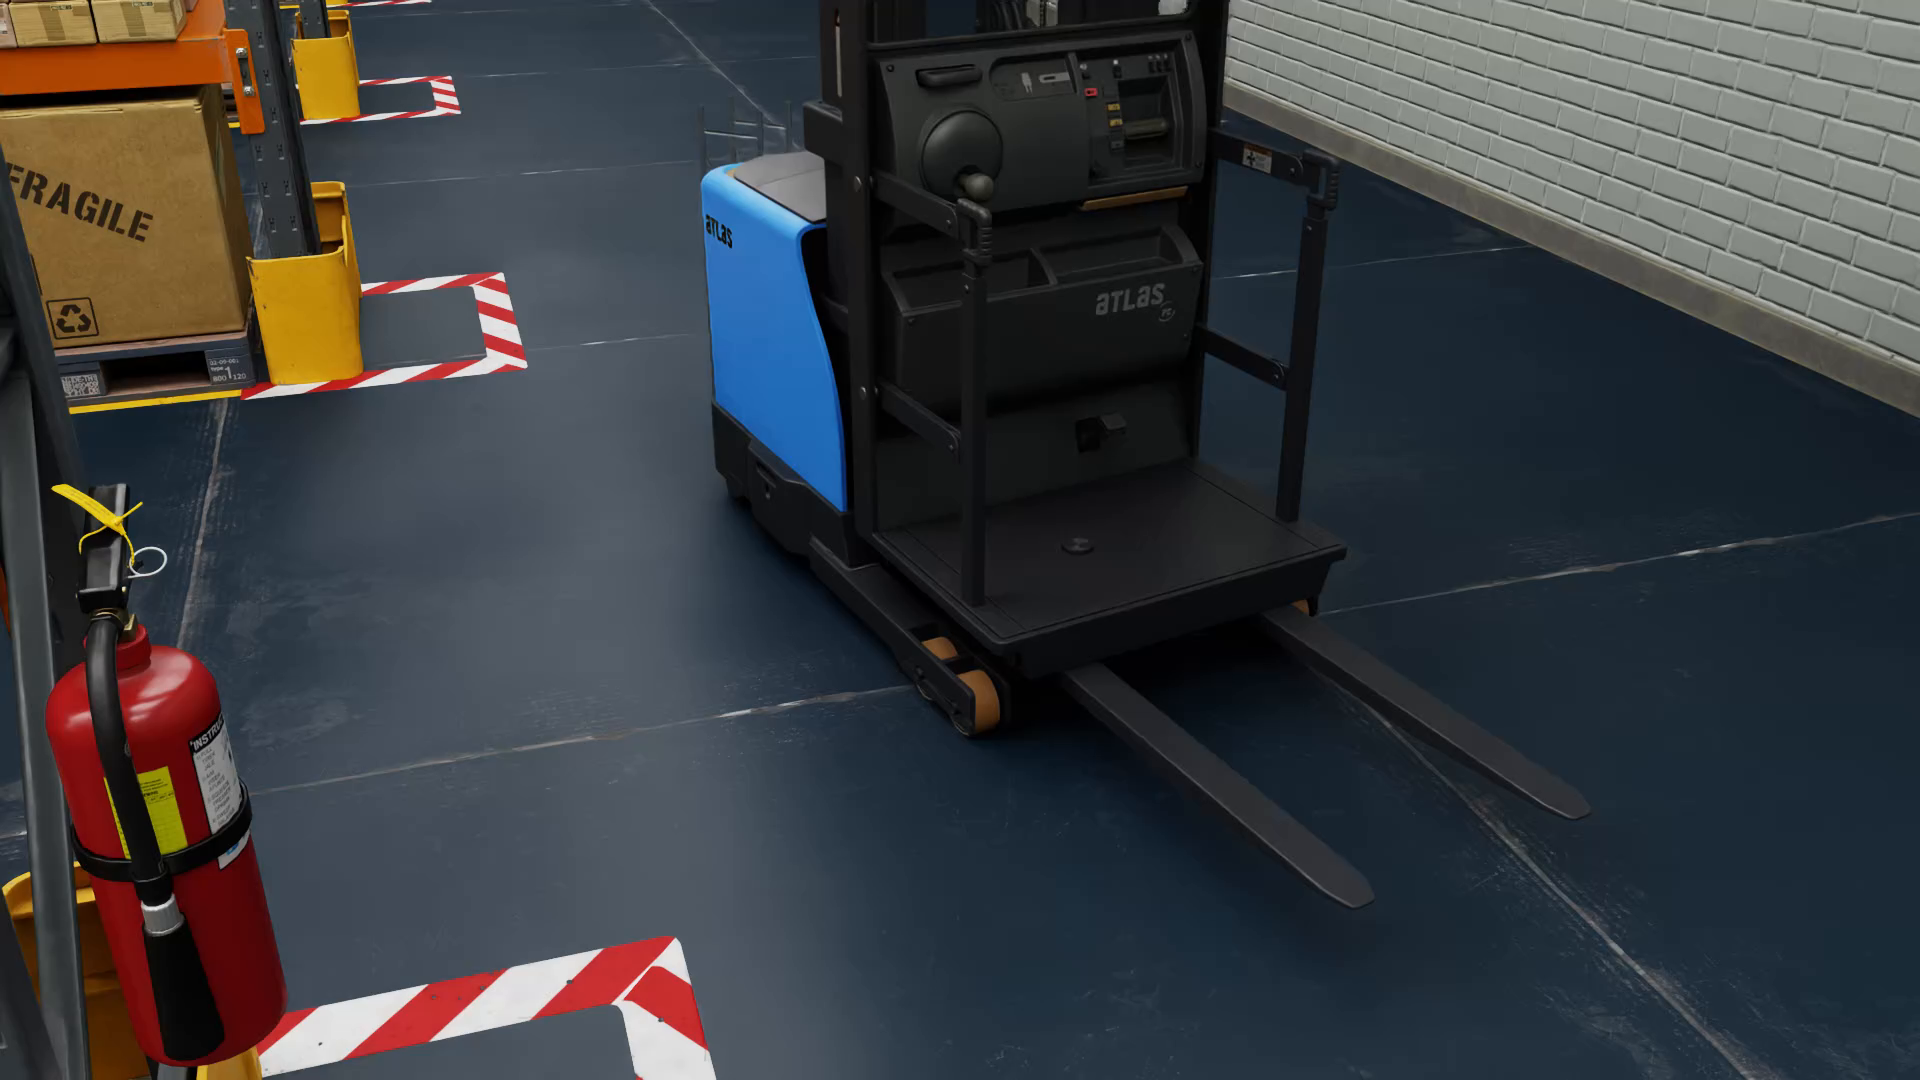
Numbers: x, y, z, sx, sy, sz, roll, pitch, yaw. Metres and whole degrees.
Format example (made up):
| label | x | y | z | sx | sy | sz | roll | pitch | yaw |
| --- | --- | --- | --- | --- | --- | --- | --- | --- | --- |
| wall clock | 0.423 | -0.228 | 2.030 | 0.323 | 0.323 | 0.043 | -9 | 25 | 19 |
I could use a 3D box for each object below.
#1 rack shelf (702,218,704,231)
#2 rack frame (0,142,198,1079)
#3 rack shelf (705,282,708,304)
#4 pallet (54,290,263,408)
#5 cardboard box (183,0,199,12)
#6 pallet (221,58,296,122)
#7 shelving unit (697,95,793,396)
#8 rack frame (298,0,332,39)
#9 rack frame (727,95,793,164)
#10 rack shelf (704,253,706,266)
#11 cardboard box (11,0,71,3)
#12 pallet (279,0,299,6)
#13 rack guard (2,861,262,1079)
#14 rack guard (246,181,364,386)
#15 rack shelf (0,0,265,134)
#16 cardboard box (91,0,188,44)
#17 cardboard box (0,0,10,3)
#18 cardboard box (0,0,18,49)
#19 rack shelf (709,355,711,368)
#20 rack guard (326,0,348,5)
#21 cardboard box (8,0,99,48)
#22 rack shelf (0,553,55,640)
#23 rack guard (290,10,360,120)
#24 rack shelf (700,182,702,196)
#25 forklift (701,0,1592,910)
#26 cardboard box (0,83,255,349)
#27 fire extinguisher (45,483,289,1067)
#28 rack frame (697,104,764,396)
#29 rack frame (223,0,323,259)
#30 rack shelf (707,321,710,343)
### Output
| label | x | y | z | sx | sy | sz | roll | pitch | yaw |
| --- | --- | --- | --- | --- | --- | --- | --- | --- | --- |
| rack shelf | -0.706 | -1.053 | 5.576 | 0.258 | 0.103 | 0.180 | 12 | 27 | 22 |
| rack frame | -1.274 | -0.092 | 2.063 | 0.053 | 2.616 | 0.949 | -8 | 28 | -16 |
| rack shelf | -0.710 | -0.836 | 5.678 | 0.258 | 0.103 | 0.180 | 12 | 27 | 22 |
| pallet | -3.449 | -0.810 | 6.644 | 1.213 | 0.211 | 1.003 | -8 | 28 | -16 |
| cardboard box | -3.153 | -2.180 | 6.551 | 0.250 | 0.149 | 0.380 | -8 | 27 | -16 |
| pallet | -5.043 | -2.950 | 10.955 | 1.213 | 0.211 | 1.003 | -8 | 28 | -16 |
| shelving unit | -0.709 | -0.876 | 5.659 | 0.258 | 1.200 | 0.189 | 12 | 27 | 22 |
| rack frame | -4.247 | -4.296 | 10.530 | 0.127 | 3.000 | 1.000 | -8 | 28 | -16 |
| rack frame | -0.671 | -0.911 | 5.735 | 0.240 | 1.200 | 0.006 | 12 | 27 | 22 |
| rack shelf | -0.708 | -0.945 | 5.627 | 0.258 | 0.103 | 0.180 | 12 | 27 | 22 |
| cardboard box | -3.092 | -2.089 | 5.919 | 0.500 | 0.250 | 0.500 | -9 | 28 | -17 |
| pallet | -6.607 | -5.021 | 15.127 | 1.213 | 0.211 | 1.003 | -8 | 28 | -16 |
| rack guard | -1.345 | 1.039 | 2.595 | 0.348 | 0.500 | 1.175 | -8 | 28 | -16 |
| rack guard | -2.690 | -1.086 | 6.875 | 0.348 | 0.500 | 1.175 | -8 | 28 | -16 |
| rack shelf | -4.615 | -1.604 | 5.917 | 4.000 | 0.370 | 1.077 | -8 | 28 | -16 |
| cardboard box | -2.950 | -1.901 | 5.989 | 0.250 | 0.149 | 0.380 | -8 | 27 | -15 |
| cardboard box | -3.574 | -2.020 | 5.779 | 0.500 | 0.250 | 0.500 | -9 | 28 | -17 |
| cardboard box | -3.437 | -1.830 | 5.846 | 0.250 | 0.149 | 0.380 | -8 | 28 | -16 |
| rack shelf | -0.713 | -0.619 | 5.780 | 0.258 | 0.103 | 0.180 | 12 | 27 | 22 |
| rack guard | -5.849 | -5.261 | 15.285 | 0.348 | 0.500 | 1.175 | -8 | 28 | -16 |
| cardboard box | -3.196 | -1.865 | 5.915 | 0.250 | 0.149 | 0.380 | -8 | 27 | -16 |
| rack shelf | -3.175 | 0.507 | 1.665 | 4.000 | 0.370 | 1.077 | -8 | 28 | -16 |
| rack guard | -4.228 | -3.185 | 11.104 | 0.348 | 0.500 | 1.175 | -8 | 28 | -16 |
| rack shelf | -0.704 | -1.162 | 5.525 | 0.258 | 0.103 | 0.180 | 12 | 27 | 22 |
| forklift | 0.334 | -1.046 | 4.060 | 1.130 | 2.935 | 3.031 | -14 | 30 | -26 |
| cardboard box | -3.297 | -1.316 | 6.446 | 0.875 | 0.875 | 0.875 | -8 | 28 | -16 |
| fire extinguisher | -0.891 | 0.271 | 1.837 | 0.183 | 0.674 | 0.296 | -8 | 28 | -16 |
| rack frame | -0.747 | -0.841 | 5.583 | 0.240 | 1.200 | 0.006 | 12 | 27 | 22 |
| rack frame | -2.713 | -2.202 | 6.312 | 0.127 | 3.000 | 1.000 | -8 | 28 | -16 |
| rack shelf | -0.711 | -0.727 | 5.729 | 0.258 | 0.103 | 0.180 | 12 | 27 | 22 |
